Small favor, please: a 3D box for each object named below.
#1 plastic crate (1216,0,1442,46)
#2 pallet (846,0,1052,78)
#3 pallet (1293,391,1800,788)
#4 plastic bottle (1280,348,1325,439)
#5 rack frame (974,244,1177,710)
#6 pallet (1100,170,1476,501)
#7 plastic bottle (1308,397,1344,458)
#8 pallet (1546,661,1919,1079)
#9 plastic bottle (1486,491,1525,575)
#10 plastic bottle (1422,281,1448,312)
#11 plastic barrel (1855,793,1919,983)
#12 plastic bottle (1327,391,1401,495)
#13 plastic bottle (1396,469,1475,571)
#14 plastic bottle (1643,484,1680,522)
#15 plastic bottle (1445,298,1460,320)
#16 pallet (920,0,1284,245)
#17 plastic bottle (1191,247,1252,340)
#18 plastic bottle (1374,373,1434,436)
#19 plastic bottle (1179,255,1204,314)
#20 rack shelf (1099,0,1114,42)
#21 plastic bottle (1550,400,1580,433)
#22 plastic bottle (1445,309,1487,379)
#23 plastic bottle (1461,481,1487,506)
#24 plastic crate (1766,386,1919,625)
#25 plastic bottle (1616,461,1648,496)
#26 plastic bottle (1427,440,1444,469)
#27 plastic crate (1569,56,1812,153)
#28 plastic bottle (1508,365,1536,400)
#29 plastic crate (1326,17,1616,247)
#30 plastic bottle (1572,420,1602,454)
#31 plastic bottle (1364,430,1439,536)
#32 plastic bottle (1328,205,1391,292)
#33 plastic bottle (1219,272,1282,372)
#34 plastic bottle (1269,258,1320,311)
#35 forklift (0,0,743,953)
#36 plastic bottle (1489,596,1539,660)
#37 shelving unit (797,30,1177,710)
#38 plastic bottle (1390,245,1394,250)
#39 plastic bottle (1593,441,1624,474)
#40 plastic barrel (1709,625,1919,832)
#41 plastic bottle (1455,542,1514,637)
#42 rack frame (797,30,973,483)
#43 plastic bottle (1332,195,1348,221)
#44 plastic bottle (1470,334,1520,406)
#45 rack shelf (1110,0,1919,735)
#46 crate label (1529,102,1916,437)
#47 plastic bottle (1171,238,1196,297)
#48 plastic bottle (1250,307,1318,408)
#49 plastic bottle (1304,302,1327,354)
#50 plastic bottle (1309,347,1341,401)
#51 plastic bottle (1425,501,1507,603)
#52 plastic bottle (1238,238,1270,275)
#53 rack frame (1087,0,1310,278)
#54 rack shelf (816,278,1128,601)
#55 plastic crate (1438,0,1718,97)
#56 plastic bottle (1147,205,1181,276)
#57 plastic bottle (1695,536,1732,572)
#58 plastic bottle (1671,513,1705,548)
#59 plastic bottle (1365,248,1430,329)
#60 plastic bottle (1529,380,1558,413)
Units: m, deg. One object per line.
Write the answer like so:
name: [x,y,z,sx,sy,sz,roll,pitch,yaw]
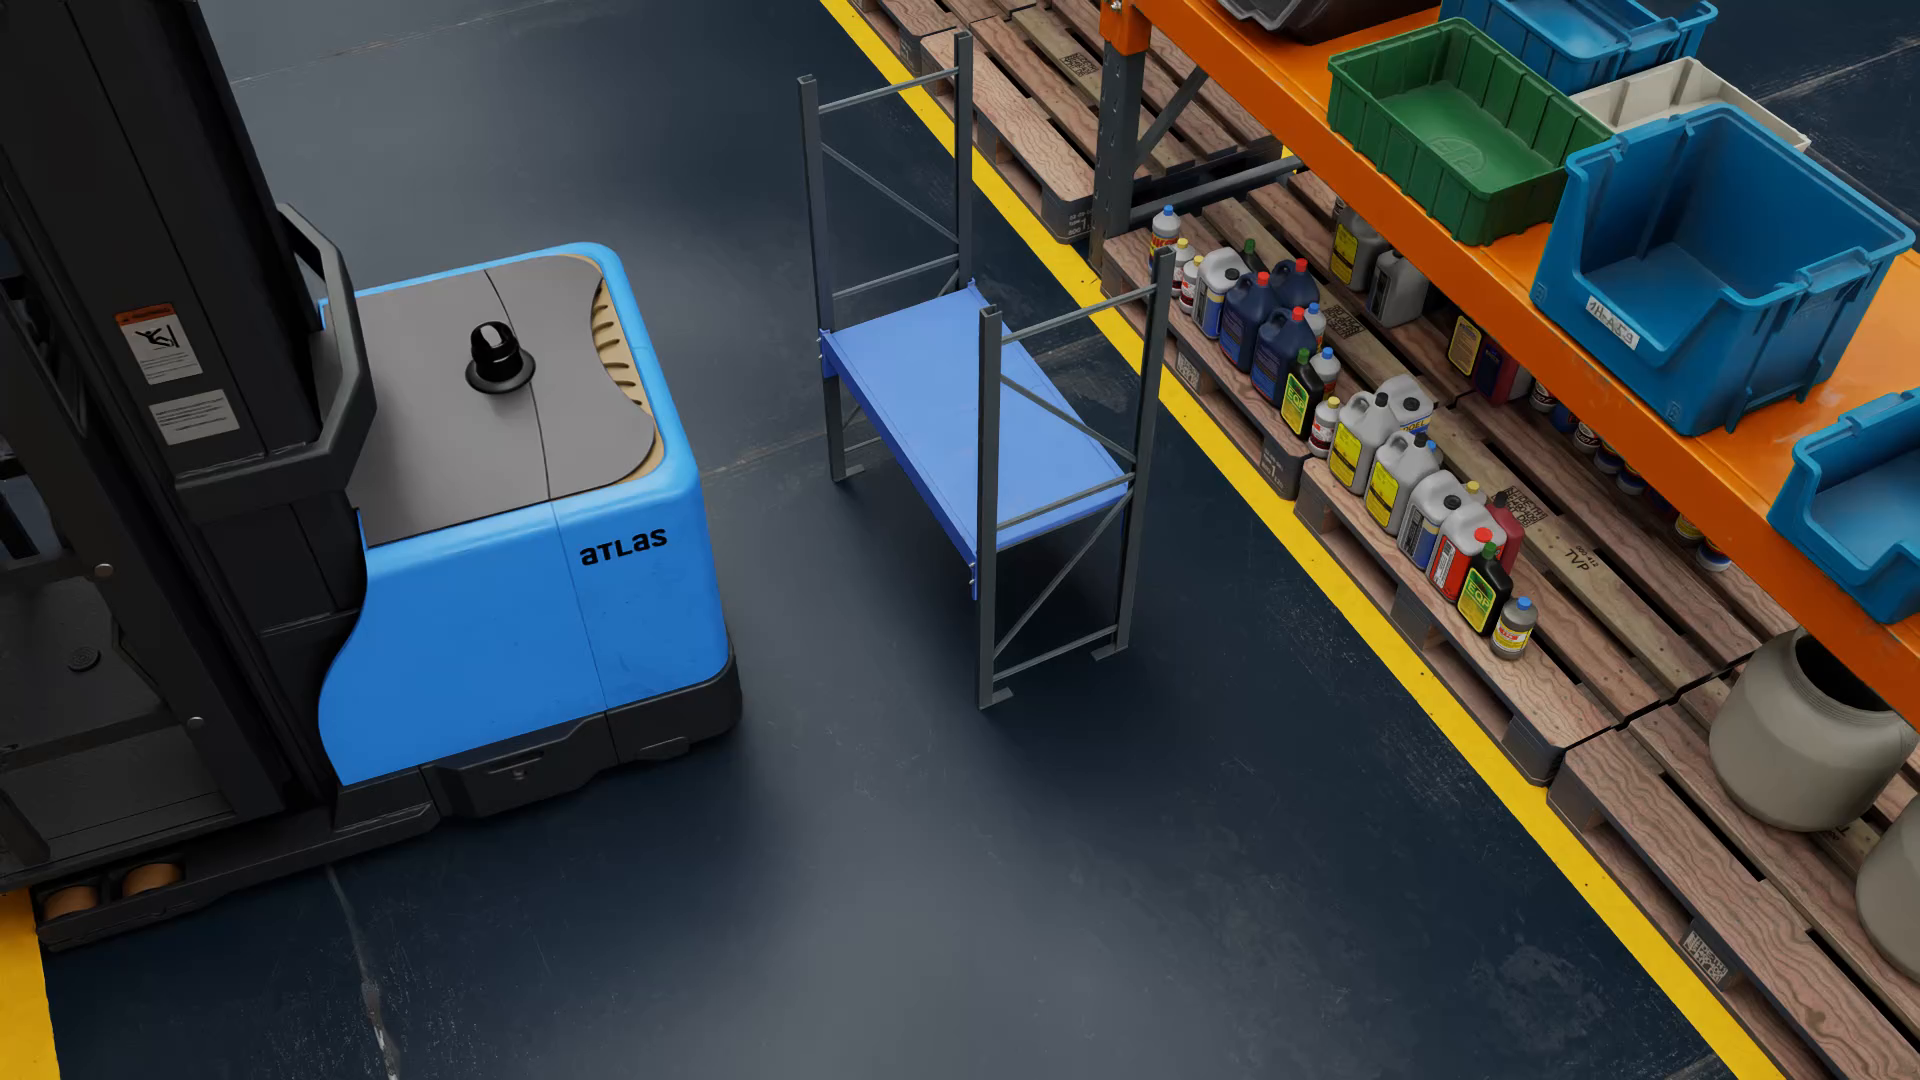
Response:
plastic crate: [1.070,-1.727,4.809,0.767,0.338,0.504,-21,52,-18]
pallet: [-0.013,-2.554,7.343,1.003,0.211,1.213,-21,52,-18]
pallet: [1.776,0.058,5.059,1.003,0.211,1.213,-21,52,-18]
plastic bottle: [1.068,-0.458,5.170,0.061,0.283,0.133,-19,52,-16]
rack frame: [0.272,-0.096,4.338,0.500,1.500,0.032,-21,52,-18]
pallet: [1.213,-0.760,5.774,1.003,0.211,1.213,-21,52,-18]
plastic bottle: [1.139,-0.358,5.137,0.097,0.201,0.097,0,49,0]
pallet: [2.330,0.873,4.346,1.003,0.211,1.213,-21,52,-18]
plastic bottle: [1.547,-0.009,4.777,0.061,0.283,0.133,-21,52,-18]
plastic bottle: [1.582,-0.954,5.559,0.144,0.351,0.185,-24,53,-19]
plastic barrel: [2.404,0.802,3.930,0.421,0.512,0.421,0,49,0]
plastic bottle: [1.224,-0.321,5.005,0.144,0.351,0.185,-22,52,-18]
plastic bottle: [1.389,-0.062,4.829,0.152,0.276,0.135,-23,53,-19]
plastic bottle: [2.134,-0.194,4.939,0.061,0.283,0.133,-20,52,-17]
plastic bottle: [1.693,-0.837,5.502,0.061,0.283,0.133,-18,51,-15]
pallet: [0.549,-1.736,6.628,1.003,0.211,1.213,-21,52,-18]
plastic bottle: [0.871,-0.819,5.490,0.152,0.276,0.135,-19,52,-16]
plastic bottle: [1.345,-0.364,5.093,0.152,0.276,0.135,-21,52,-18]
plastic bottle: [0.792,-0.865,5.581,0.097,0.201,0.097,0,49,0]
rack shelf: [0.028,-3.243,6.572,1.077,0.370,4.000,-21,52,-18]
plastic bottle: [1.926,-0.464,5.183,0.097,0.271,0.097,0,49,0]
plastic bottle: [1.650,-0.663,5.350,0.061,0.283,0.133,-21,52,-18]
plastic bottle: [1.491,-0.093,4.905,0.097,0.201,0.097,0,49,0]
plastic crate: [1.986,-0.084,3.430,0.499,0.251,0.408,-21,52,-18]
plastic bottle: [2.064,-0.261,5.006,0.097,0.271,0.097,0,49,0]
plastic bottle: [1.397,-0.218,5.014,0.097,0.201,0.097,0,49,0]
plastic crate: [1.911,-1.055,4.356,0.530,0.136,0.437,-21,52,-18]
plastic bottle: [1.801,-0.603,5.302,0.152,0.276,0.135,-20,52,-17]
plastic crate: [1.313,-1.066,4.331,0.450,0.188,0.662,-21,52,-18]
plastic bottle: [1.973,-0.372,5.149,0.097,0.201,0.097,0,49,0]
plastic bottle: [1.309,-0.196,4.896,0.144,0.351,0.185,-19,52,-16]
plastic bottle: [1.366,-1.033,5.628,0.144,0.351,0.185,-21,52,-18]
plastic bottle: [0.943,-0.731,5.364,0.144,0.351,0.185,-20,52,-17]
plastic bottle: [1.072,-0.781,5.408,0.144,0.351,0.185,-21,52,-18]
forklift: [-2.191,-0.366,3.623,3.031,2.935,1.130,-16,51,-13]
plastic bottle: [1.543,0.234,4.620,0.097,0.201,0.097,0,49,0]
shelving unit: [0.039,-0.437,4.636,0.538,1.500,1.048,-21,52,-18]
plastic bottle: [1.494,-1.083,5.672,0.144,0.351,0.185,-22,53,-18]
plastic bottle: [2.018,-0.328,5.065,0.097,0.271,0.097,0,49,0]
plastic barrel: [2.175,0.467,4.223,0.421,0.512,0.421,0,49,0]
plastic bottle: [1.474,0.135,4.652,0.061,0.283,0.133,-20,52,-17]
rack frame: [-0.194,-0.777,4.933,0.500,1.500,0.032,-21,52,-18]
plastic bottle: [1.386,-1.230,5.900,0.097,0.201,0.097,0,49,0]
plastic bottle: [1.706,-0.569,5.267,0.061,0.283,0.133,-21,52,-18]
rack shelf: [1.858,-0.566,4.230,1.077,0.370,4.000,-21,52,-18]
crate label: [1.691,-0.615,3.772,0.502,0.435,0.616,-21,52,-18]
plastic bottle: [0.746,-0.933,5.640,0.097,0.201,0.097,0,49,0]
plastic bottle: [1.030,-0.605,5.254,0.144,0.351,0.185,-23,53,-19]
plastic bottle: [1.117,-0.650,5.346,0.097,0.271,0.097,0,49,0]
plastic bottle: [1.130,-0.493,5.209,0.097,0.271,0.097,0,49,0]
plastic bottle: [1.452,0.031,4.747,0.152,0.276,0.135,-21,52,-17]
plastic bottle: [0.966,-0.858,5.520,0.061,0.283,0.133,-21,52,-18]
rack frame: [0.943,-2.142,5.130,1.000,3.000,0.127,-21,52,-18]
rack shelf: [0.039,-0.318,4.771,0.538,0.185,1.000,-21,52,-18]
plastic crate: [1.691,-1.446,4.620,0.499,0.251,0.616,-21,52,-18]
plastic bottle: [0.699,-1.024,5.673,0.097,0.271,0.097,0,49,0]
plastic bottle: [2.221,-0.032,4.806,0.097,0.271,0.097,0,49,0]
plastic bottle: [2.174,-0.078,4.892,0.097,0.201,0.097,0,49,0]
plastic bottle: [1.462,-0.862,5.528,0.152,0.276,0.135,-21,52,-18]
plastic bottle: [1.879,-0.509,5.269,0.097,0.201,0.097,0,49,0]
